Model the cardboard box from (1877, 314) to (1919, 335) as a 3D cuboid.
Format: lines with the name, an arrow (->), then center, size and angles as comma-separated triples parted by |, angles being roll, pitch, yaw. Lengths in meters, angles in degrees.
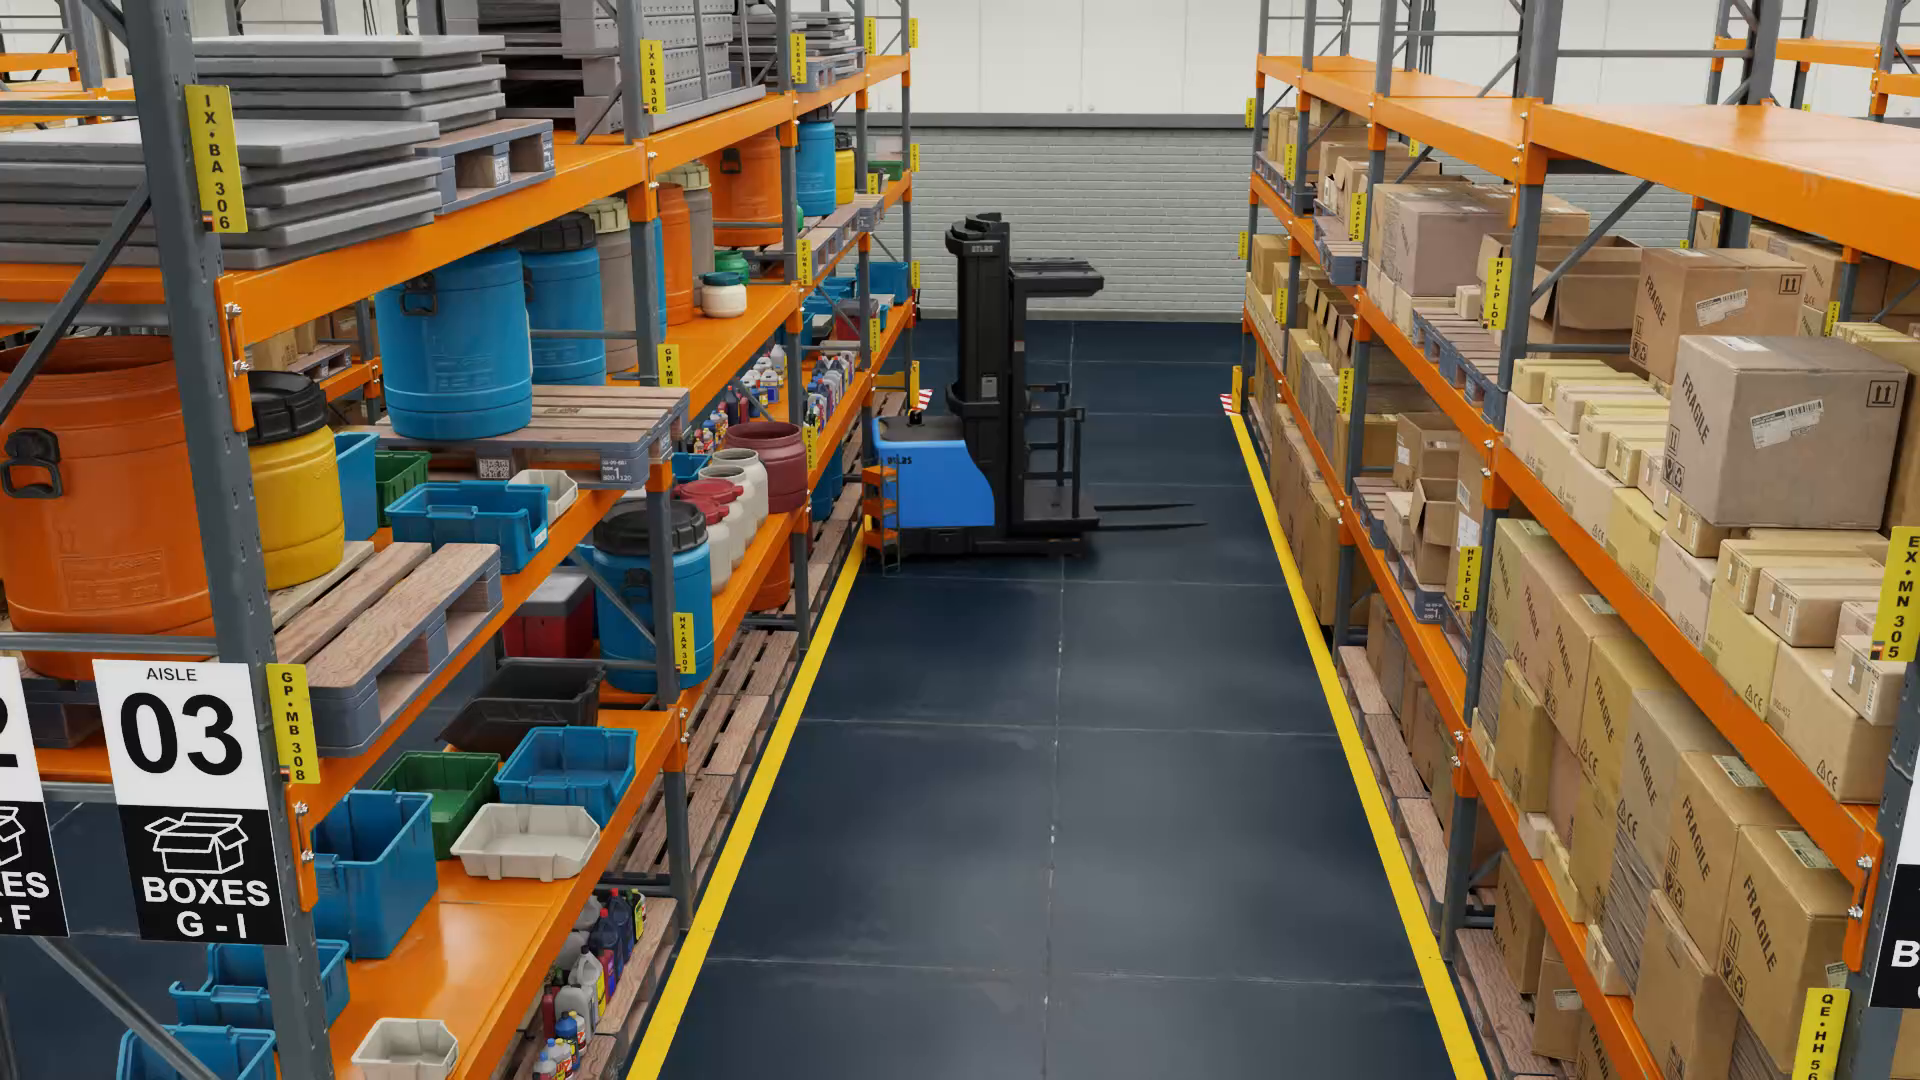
cardboard box -> 8.801, -1.931, 15.689 | 0.500, 0.500, 0.500 | 1, 18, 3

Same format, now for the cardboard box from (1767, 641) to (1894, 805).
cardboard box -> 2.495, 0.481, 4.389 | 0.500, 0.250, 0.500 | 2, 18, 5

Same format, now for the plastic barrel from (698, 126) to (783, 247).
plastic barrel -> -1.609, -2.610, 12.217 | 0.600, 0.830, 0.708 | 1, 18, 4

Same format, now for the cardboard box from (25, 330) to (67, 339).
cardboard box -> -11.102, -2.454, 20.221 | 0.380, 0.149, 0.250 | 1, 18, 4

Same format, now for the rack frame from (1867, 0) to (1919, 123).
rack frame -> 8.514, -4.445, 14.365 | 1.000, 3.000, 0.127 | 1, 18, 4

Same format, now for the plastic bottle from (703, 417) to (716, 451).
plastic bottle -> -1.992, -0.846, 13.222 | 0.097, 0.271, 0.097 | 0, 18, 0

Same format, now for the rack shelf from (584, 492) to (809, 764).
rack shelf -> -1.796, 0.358, 10.495 | 1.077, 0.370, 4.000 | 1, 18, 4

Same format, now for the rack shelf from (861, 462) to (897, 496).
rack shelf -> -0.681, -0.495, 14.197 | 0.215, 0.259, 0.240 | -17, 25, -42

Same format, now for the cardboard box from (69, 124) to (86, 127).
cardboard box -> -6.519, -2.958, 12.878 | 0.500, 0.500, 0.500 | 1, 18, 4

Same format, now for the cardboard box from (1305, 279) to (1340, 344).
cardboard box -> 3.537, -2.062, 14.955 | 0.797, 0.503, 0.637 | 1, 18, 2

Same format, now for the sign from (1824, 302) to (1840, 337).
sign -> 7.972, -2.016, 15.194 | 0.100, 0.325, 0.005 | 1, 18, 4

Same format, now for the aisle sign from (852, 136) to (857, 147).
aisle sign -> -1.371, -4.354, 19.545 | 0.394, 0.787, 0.004 | 1, 18, 4

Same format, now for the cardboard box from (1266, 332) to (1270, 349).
cardboard box -> 3.343, -2.039, 17.058 | 0.380, 0.149, 0.250 | 2, 18, 5

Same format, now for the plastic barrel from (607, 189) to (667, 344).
plastic barrel -> -2.026, -1.595, 9.679 | 0.600, 0.901, 0.708 | 1, 18, 4

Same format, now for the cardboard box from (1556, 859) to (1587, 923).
cardboard box -> 2.591, 1.394, 6.583 | 0.380, 0.149, 0.250 | 1, 18, 4

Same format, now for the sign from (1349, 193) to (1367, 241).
sign -> 2.734, -2.218, 11.427 | 0.100, 0.325, 0.005 | 1, 18, 4

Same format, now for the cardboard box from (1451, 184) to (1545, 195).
cardboard box -> 3.503, -2.051, 10.911 | 0.500, 0.500, 0.500 | 2, 18, 5

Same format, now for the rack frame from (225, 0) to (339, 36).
rack frame -> -6.307, -4.810, 15.477 | 1.000, 3.000, 0.127 | 1, 18, 4

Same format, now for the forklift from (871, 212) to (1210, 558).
forklift -> 0.717, -1.398, 14.808 | 3.031, 2.935, 1.130 | -1, 18, -4

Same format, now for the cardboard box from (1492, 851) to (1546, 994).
cardboard box -> 2.932, 1.860, 8.097 | 0.500, 0.500, 0.500 | 1, 18, 2

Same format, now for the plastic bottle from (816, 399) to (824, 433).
plastic bottle -> -1.171, -1.034, 13.777 | 0.061, 0.283, 0.133 | 1, 18, 4

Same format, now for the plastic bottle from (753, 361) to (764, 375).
plastic bottle -> -1.841, -1.502, 15.222 | 0.097, 0.271, 0.097 | 0, 18, 0

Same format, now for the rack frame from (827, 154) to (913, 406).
rack frame -> -1.079, -3.089, 19.861 | 1.000, 3.000, 0.127 | 1, 18, 4

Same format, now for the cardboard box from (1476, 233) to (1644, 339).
cardboard box -> 3.200, -1.362, 8.933 | 0.797, 0.503, 0.637 | 2, 18, 6

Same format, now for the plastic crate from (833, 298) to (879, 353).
plastic crate -> -1.052, -2.178, 16.880 | 0.402, 0.464, 0.583 | 1, 18, 4

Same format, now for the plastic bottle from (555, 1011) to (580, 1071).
plastic bottle -> -1.739, 2.211, 7.361 | 0.097, 0.271, 0.097 | 0, 18, 0

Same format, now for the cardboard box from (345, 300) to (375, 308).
cardboard box -> -5.992, -2.622, 16.667 | 0.500, 0.500, 0.500 | 2, 18, 5

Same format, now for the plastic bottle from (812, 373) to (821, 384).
plastic bottle -> -1.270, -1.341, 14.733 | 0.097, 0.271, 0.097 | 0, 18, 0

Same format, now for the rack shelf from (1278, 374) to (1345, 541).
rack shelf -> 3.431, -0.774, 13.949 | 1.077, 0.370, 4.000 | 1, 18, 4

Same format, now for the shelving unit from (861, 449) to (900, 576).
shelving unit -> -0.681, -0.236, 14.282 | 0.215, 1.050, 0.252 | -17, 25, -42

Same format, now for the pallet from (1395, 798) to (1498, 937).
pallet -> 3.055, 1.831, 9.322 | 1.003, 0.211, 1.213 | 1, 18, 4

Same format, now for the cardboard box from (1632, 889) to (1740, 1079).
cardboard box -> 2.697, 1.473, 5.298 | 0.875, 0.500, 0.500 | 1, 18, 4

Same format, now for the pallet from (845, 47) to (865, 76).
pallet -> -1.395, -4.160, 14.441 | 1.003, 0.211, 1.213 | 1, 18, 4

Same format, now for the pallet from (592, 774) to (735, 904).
pallet -> -1.922, 1.718, 9.668 | 1.003, 0.211, 1.213 | 1, 18, 4

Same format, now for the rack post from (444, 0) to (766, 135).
rack post -> -1.884, -2.922, 9.394 | 1.013, 1.000, 3.121 | 1, 18, 4

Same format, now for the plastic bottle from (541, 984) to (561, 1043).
plastic bottle -> -1.857, 2.134, 7.576 | 0.061, 0.283, 0.133 | 1, 18, 4

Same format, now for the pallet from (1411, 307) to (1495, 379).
pallet -> 3.222, -1.100, 9.273 | 1.213, 0.211, 1.003 | 1, 18, 4

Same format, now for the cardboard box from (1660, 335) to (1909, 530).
cardboard box -> 2.573, -0.348, 5.238 | 0.500, 0.500, 0.500 | 1, 18, 4

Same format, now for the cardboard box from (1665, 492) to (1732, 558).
cardboard box -> 2.523, -0.050, 5.370 | 0.380, 0.149, 0.250 | 0, 18, 1

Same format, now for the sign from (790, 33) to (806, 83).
sign -> -1.104, -3.292, 11.364 | 0.100, 0.325, 0.005 | 1, 18, 4

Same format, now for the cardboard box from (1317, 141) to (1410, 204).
cardboard box -> 3.542, -3.229, 14.634 | 0.700, 0.500, 0.500 | 2, 18, 5

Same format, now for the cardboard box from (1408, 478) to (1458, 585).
cardboard box -> 3.033, -0.041, 9.718 | 0.797, 0.503, 0.637 | 3, 18, 10

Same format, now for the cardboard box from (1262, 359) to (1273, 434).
cardboard box -> 3.830, -1.686, 18.315 | 0.875, 0.875, 0.875 | 1, 18, 4

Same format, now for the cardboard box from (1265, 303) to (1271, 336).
cardboard box -> 3.415, -2.269, 17.120 | 0.500, 0.250, 0.500 | 2, 18, 5

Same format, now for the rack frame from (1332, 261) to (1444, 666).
rack frame -> 3.287, -0.494, 11.941 | 1.000, 3.000, 0.127 | 1, 18, 4

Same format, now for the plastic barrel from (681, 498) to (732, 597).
plastic barrel -> -1.600, 0.053, 10.053 | 0.433, 0.535, 0.433 | 0, 18, 0

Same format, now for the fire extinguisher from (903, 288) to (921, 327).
fire extinguisher -> -0.615, -2.912, 20.043 | 0.296, 0.674, 0.183 | 1, 18, 4

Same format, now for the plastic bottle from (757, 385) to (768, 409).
plastic bottle -> -1.737, -1.261, 14.600 | 0.097, 0.201, 0.097 | 0, 18, 0

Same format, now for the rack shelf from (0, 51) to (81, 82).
rack shelf -> -11.104, -5.008, 17.881 | 1.077, 0.370, 4.000 | 1, 18, 4

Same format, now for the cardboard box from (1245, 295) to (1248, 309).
cardboard box -> 3.506, -2.757, 19.249 | 0.380, 0.149, 0.250 | 1, 18, 5

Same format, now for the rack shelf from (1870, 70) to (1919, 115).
rack shelf -> 8.371, -3.292, 12.643 | 1.077, 0.370, 4.000 | 1, 18, 4

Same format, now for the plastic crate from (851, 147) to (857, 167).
plastic crate -> -1.385, -4.339, 19.068 | 0.497, 0.269, 0.590 | 1, 18, 4

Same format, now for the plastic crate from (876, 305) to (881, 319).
plastic crate -> -1.073, -2.289, 17.514 | 0.437, 0.282, 0.530 | 1, 18, 4

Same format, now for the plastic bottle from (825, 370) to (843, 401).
plastic bottle -> -1.134, -1.388, 14.869 | 0.152, 0.276, 0.135 | 1, 18, 4

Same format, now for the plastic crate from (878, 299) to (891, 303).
plastic crate -> -0.992, -2.646, 18.834 | 0.396, 0.136, 0.243 | 1, 18, 4
